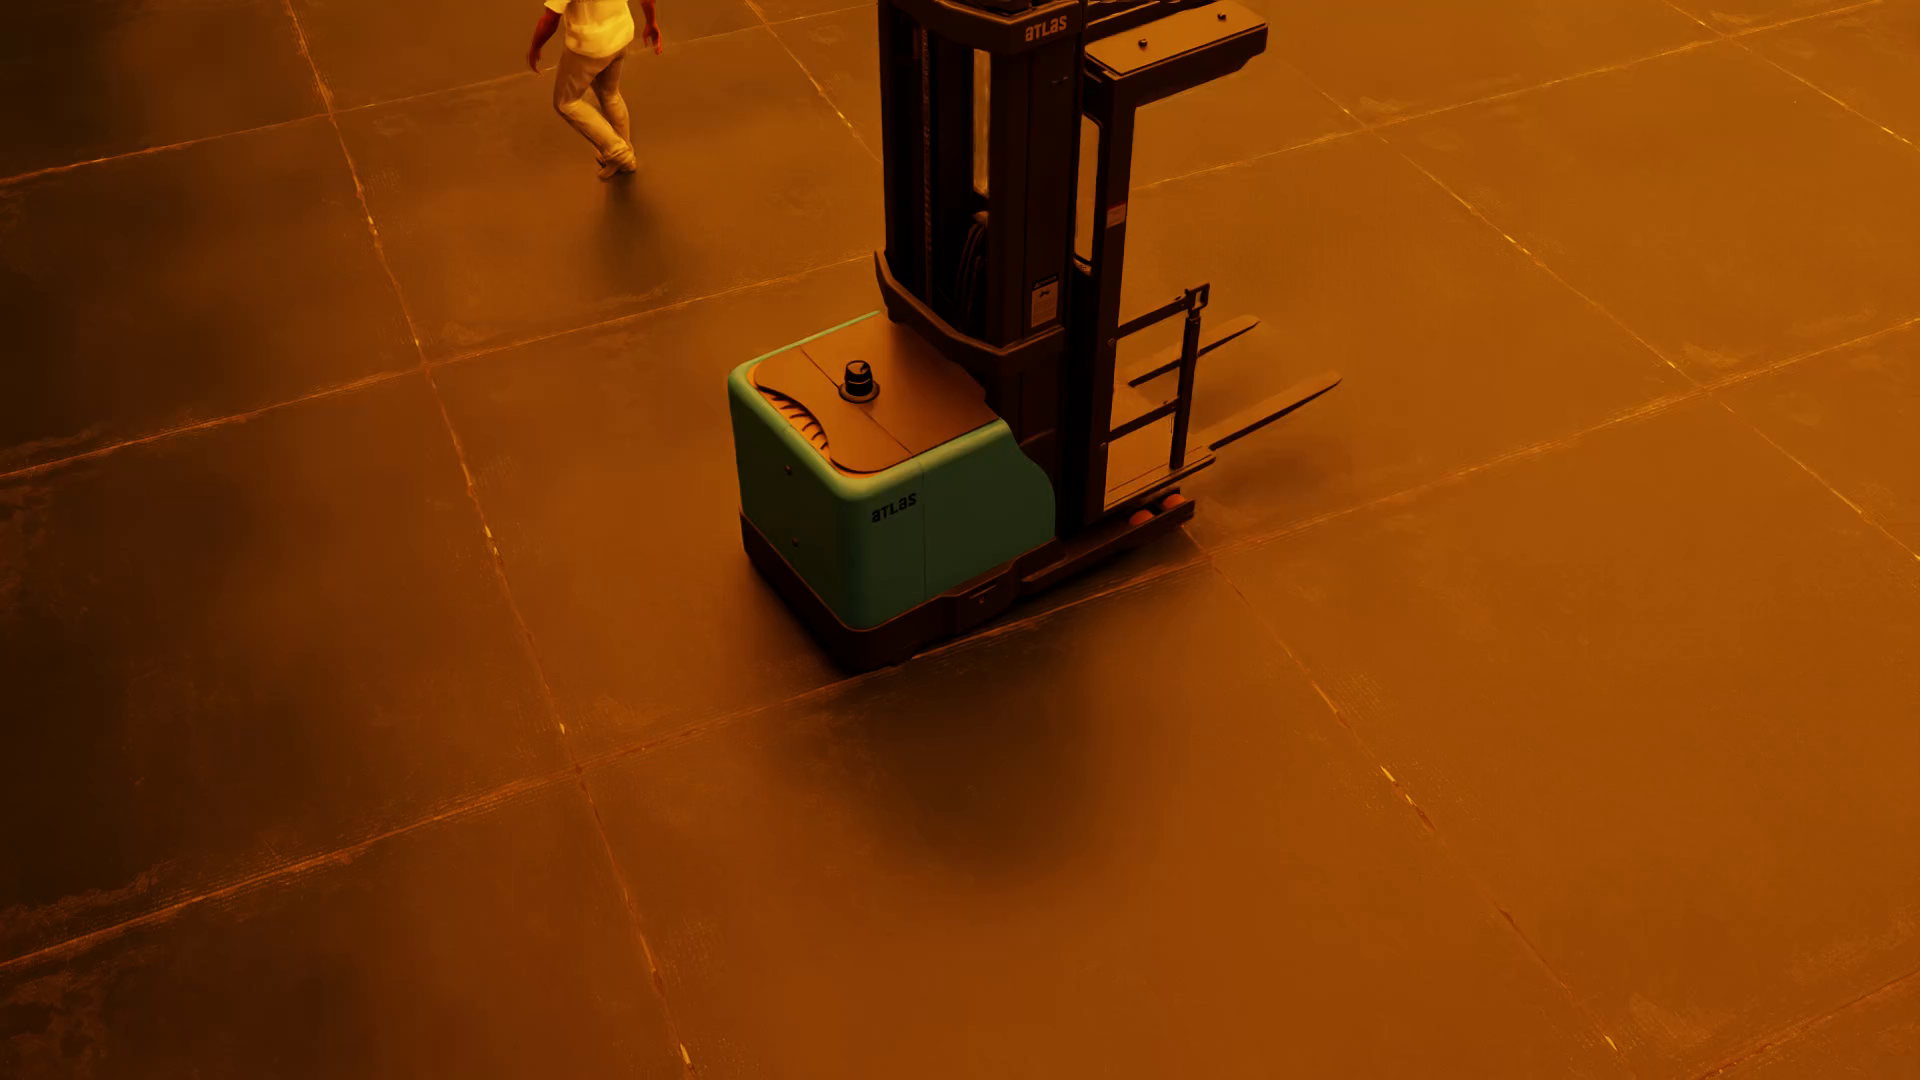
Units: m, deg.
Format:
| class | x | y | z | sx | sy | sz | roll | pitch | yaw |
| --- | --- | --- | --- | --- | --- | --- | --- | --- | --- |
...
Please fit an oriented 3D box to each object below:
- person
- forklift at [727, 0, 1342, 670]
| class | x | y | z | sx | sy | sz | roll | pitch | yaw |
| --- | --- | --- | --- | --- | --- | --- | --- | --- | --- |
| person | -2.103 | -2.894 | 9.651 | 0.489 | 1.746 | 0.771 | 23 | 48 | 23 |
| forklift | 0.496 | -1.318 | 7.093 | 3.031 | 2.935 | 1.130 | -26 | 49 | -25 |
